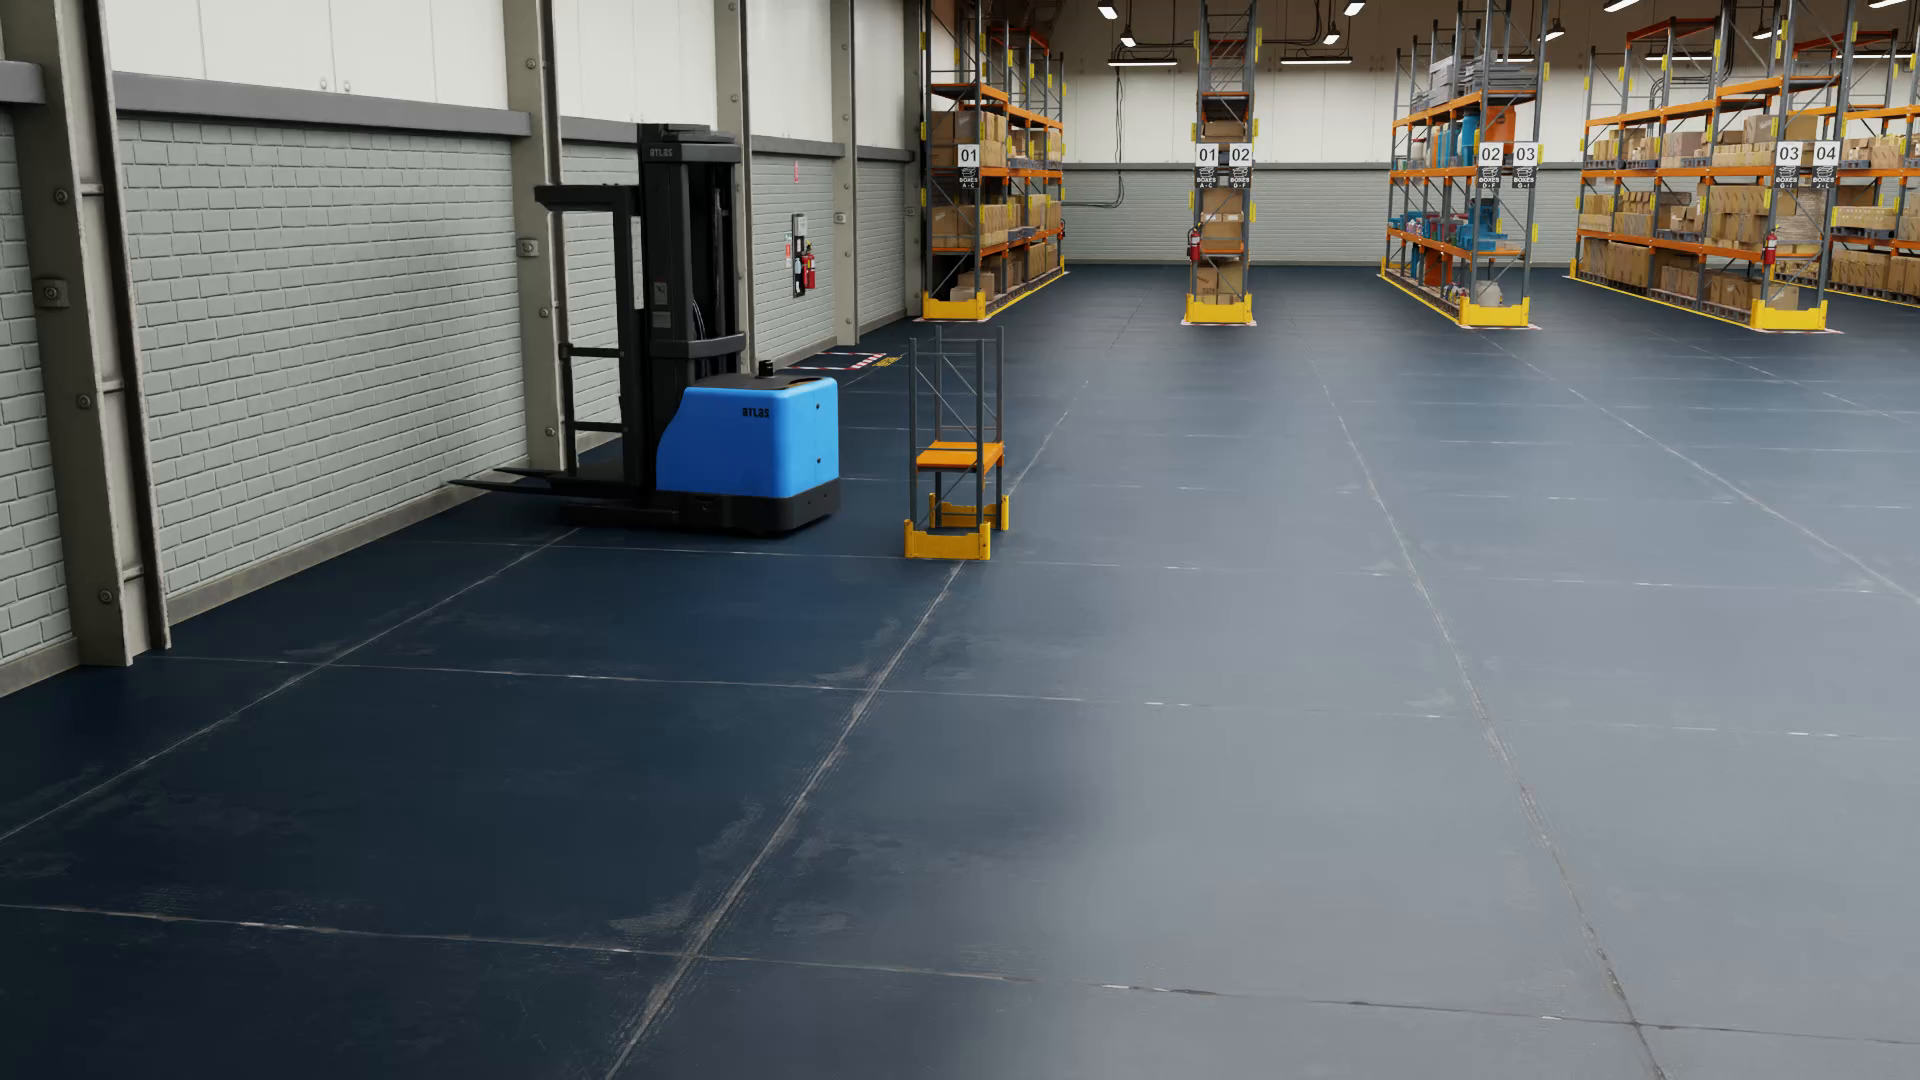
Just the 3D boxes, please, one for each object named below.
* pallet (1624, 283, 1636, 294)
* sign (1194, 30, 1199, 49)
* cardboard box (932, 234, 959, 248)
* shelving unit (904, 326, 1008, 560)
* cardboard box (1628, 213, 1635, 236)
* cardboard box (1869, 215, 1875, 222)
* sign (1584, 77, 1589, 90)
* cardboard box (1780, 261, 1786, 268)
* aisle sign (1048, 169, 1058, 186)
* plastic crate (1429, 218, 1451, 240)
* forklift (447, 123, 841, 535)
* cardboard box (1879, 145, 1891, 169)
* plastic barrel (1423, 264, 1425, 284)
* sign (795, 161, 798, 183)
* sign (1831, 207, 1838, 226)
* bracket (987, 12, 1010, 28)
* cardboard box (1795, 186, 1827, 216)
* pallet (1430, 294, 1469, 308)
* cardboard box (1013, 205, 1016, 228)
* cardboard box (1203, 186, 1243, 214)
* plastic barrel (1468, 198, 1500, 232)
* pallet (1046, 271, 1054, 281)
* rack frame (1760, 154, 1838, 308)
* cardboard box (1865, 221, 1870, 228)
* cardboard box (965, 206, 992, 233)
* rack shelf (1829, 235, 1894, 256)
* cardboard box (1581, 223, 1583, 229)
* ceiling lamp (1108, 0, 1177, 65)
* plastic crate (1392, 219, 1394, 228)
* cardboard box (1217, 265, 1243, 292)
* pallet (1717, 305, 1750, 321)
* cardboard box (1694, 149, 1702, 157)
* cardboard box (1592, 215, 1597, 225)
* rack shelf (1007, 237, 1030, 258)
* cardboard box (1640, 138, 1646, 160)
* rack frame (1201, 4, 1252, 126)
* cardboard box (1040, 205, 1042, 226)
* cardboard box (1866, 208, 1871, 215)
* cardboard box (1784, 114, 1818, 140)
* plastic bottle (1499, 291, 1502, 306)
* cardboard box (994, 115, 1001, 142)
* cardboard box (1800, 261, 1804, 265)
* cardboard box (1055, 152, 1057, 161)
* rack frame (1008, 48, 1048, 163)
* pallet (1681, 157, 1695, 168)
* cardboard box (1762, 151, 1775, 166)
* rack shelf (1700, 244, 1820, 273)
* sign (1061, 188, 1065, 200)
[{"bbox_3d":[16.173,-5.896,38.853,1.003,0.211,1.213,2,12,9],"label":"pallet"},{"bbox_3d":[4.235,-8.950,29.756,0.100,0.325,0.005,2,12,9],"label":"sign"},{"bbox_3d":[-0.246,-5.701,31.635,0.500,0.250,0.500,2,12,9],"label":"cardboard box"},{"bbox_3d":[-0.012,-0.717,11.762,0.587,1.500,1.083,2,12,9],"label":"shelving unit"},{"bbox_3d":[15.857,-7.322,38.611,0.500,0.500,0.500,2,12,10],"label":"cardboard box"},{"bbox_3d":[20.376,-7.119,36.800,0.380,0.149,0.250,2,12,10],"label":"cardboard box"},{"bbox_3d":[16.470,-11.996,43.703,0.100,0.325,0.005,2,12,9],"label":"sign"},{"bbox_3d":[21.471,-7.129,43.019,0.380,0.149,0.250,2,12,8],"label":"cardboard box"},{"bbox_3d":[2.642,-10.268,46.346,0.394,0.787,0.004,2,12,9],"label":"aisle sign"},{"bbox_3d":[10.342,-6.710,35.857,0.402,0.464,0.583,2,12,9],"label":"plastic crate"},{"bbox_3d":[-2.491,-1.632,12.608,3.031,2.935,1.130,4,13,19],"label":"forklift"},{"bbox_3d":[20.574,-8.410,36.539,0.500,0.500,0.500,2,12,9],"label":"cardboard box"},{"bbox_3d":[10.950,-6.217,38.630,0.421,0.512,0.421,0,12,0],"label":"plastic barrel"},{"bbox_3d":[-2.314,-5.207,23.533,0.001,0.298,0.199,2,12,9],"label":"sign"},{"bbox_3d":[15.093,-5.585,28.734,0.100,0.325,0.005,2,12,9],"label":"sign"},{"bbox_3d":[0.860,-12.387,39.567,0.076,0.066,4.783,2,12,9],"label":"bracket"},{"bbox_3d":[14.911,-5.968,29.249,0.500,0.500,0.500,2,12,9],"label":"cardboard box"},{"bbox_3d":[10.361,-4.974,34.573,1.003,0.211,1.213,2,12,9],"label":"pallet"},{"bbox_3d":[0.872,-7.232,37.149,0.700,0.500,0.500,2,12,9],"label":"cardboard box"},{"bbox_3d":[4.862,-6.292,30.752,0.700,0.500,0.500,2,12,9],"label":"cardboard box"},{"bbox_3d":[10.637,-6.488,33.789,0.600,0.901,0.708,2,12,9],"label":"plastic barrel"},{"bbox_3d":[1.914,-6.951,43.748,1.003,0.211,1.213,2,12,9],"label":"pallet"},{"bbox_3d":[14.557,-5.179,28.906,1.000,3.000,0.127,2,12,9],"label":"rack frame"},{"bbox_3d":[20.415,-7.020,37.046,0.380,0.149,0.250,2,12,8],"label":"cardboard box"},{"bbox_3d":[0.330,-6.156,31.967,0.500,0.500,0.500,2,12,9],"label":"cardboard box"},{"bbox_3d":[20.980,-6.728,37.798,1.077,0.370,4.000,2,12,9],"label":"rack shelf"},{"bbox_3d":[16.599,-8.271,43.846,0.380,0.149,0.250,2,12,8],"label":"cardboard box"},{"bbox_3d":[5.243,-15.254,47.561,2.000,3.185,0.800,2,12,9],"label":"ceiling lamp"},{"bbox_3d":[11.558,-8.303,43.656,0.416,0.233,0.300,2,12,9],"label":"plastic crate"},{"bbox_3d":[5.211,-5.042,32.018,0.500,0.500,0.500,2,12,9],"label":"cardboard box"},{"bbox_3d":[14.919,-4.253,31.228,1.003,0.211,1.213,2,12,9],"label":"pallet"},{"bbox_3d":[15.362,-7.963,34.260,0.380,0.166,0.250,2,12,7],"label":"cardboard box"},{"bbox_3d":[16.448,-8.169,42.430,0.500,0.250,0.500,2,12,8],"label":"cardboard box"},{"bbox_3d":[0.797,-6.558,37.012,1.077,0.370,4.000,2,12,9],"label":"rack shelf"},{"bbox_3d":[16.080,-8.993,38.239,0.797,0.503,0.637,2,12,8],"label":"cardboard box"},{"bbox_3d":[5.384,-9.266,33.631,1.000,3.000,0.127,2,12,9],"label":"rack frame"},{"bbox_3d":[1.743,-8.048,41.226,0.500,0.500,0.500,2,12,9],"label":"cardboard box"},{"bbox_3d":[20.414,-7.316,37.006,0.380,0.149,0.250,2,12,10],"label":"cardboard box"},{"bbox_3d":[15.052,-7.385,29.889,0.500,0.500,0.500,2,12,8],"label":"cardboard box"},{"bbox_3d":[10.250,-4.588,31.596,0.097,0.271,0.097,0,12,0],"label":"plastic bottle"},{"bbox_3d":[0.536,-8.171,33.008,0.500,0.500,0.500,1,12,7],"label":"cardboard box"},{"bbox_3d":[21.213,-6.954,41.501,0.380,0.149,0.250,1,12,7],"label":"cardboard box"},{"bbox_3d":[2.330,-10.261,44.487,0.500,0.250,0.500,2,12,7],"label":"cardboard box"},{"bbox_3d":[1.719,-11.091,42.099,1.000,3.000,0.127,2,12,9],"label":"rack frame"},{"bbox_3d":[15.529,-7.728,34.056,1.213,0.211,1.003,2,12,9],"label":"pallet"},{"bbox_3d":[14.380,-6.681,29.110,0.500,0.250,0.500,2,12,10],"label":"cardboard box"},{"bbox_3d":[14.865,-5.244,30.914,1.077,0.370,4.000,2,12,9],"label":"rack shelf"},{"bbox_3d":[2.869,-9.653,46.353,0.100,0.325,0.005,2,12,9],"label":"sign"}]
